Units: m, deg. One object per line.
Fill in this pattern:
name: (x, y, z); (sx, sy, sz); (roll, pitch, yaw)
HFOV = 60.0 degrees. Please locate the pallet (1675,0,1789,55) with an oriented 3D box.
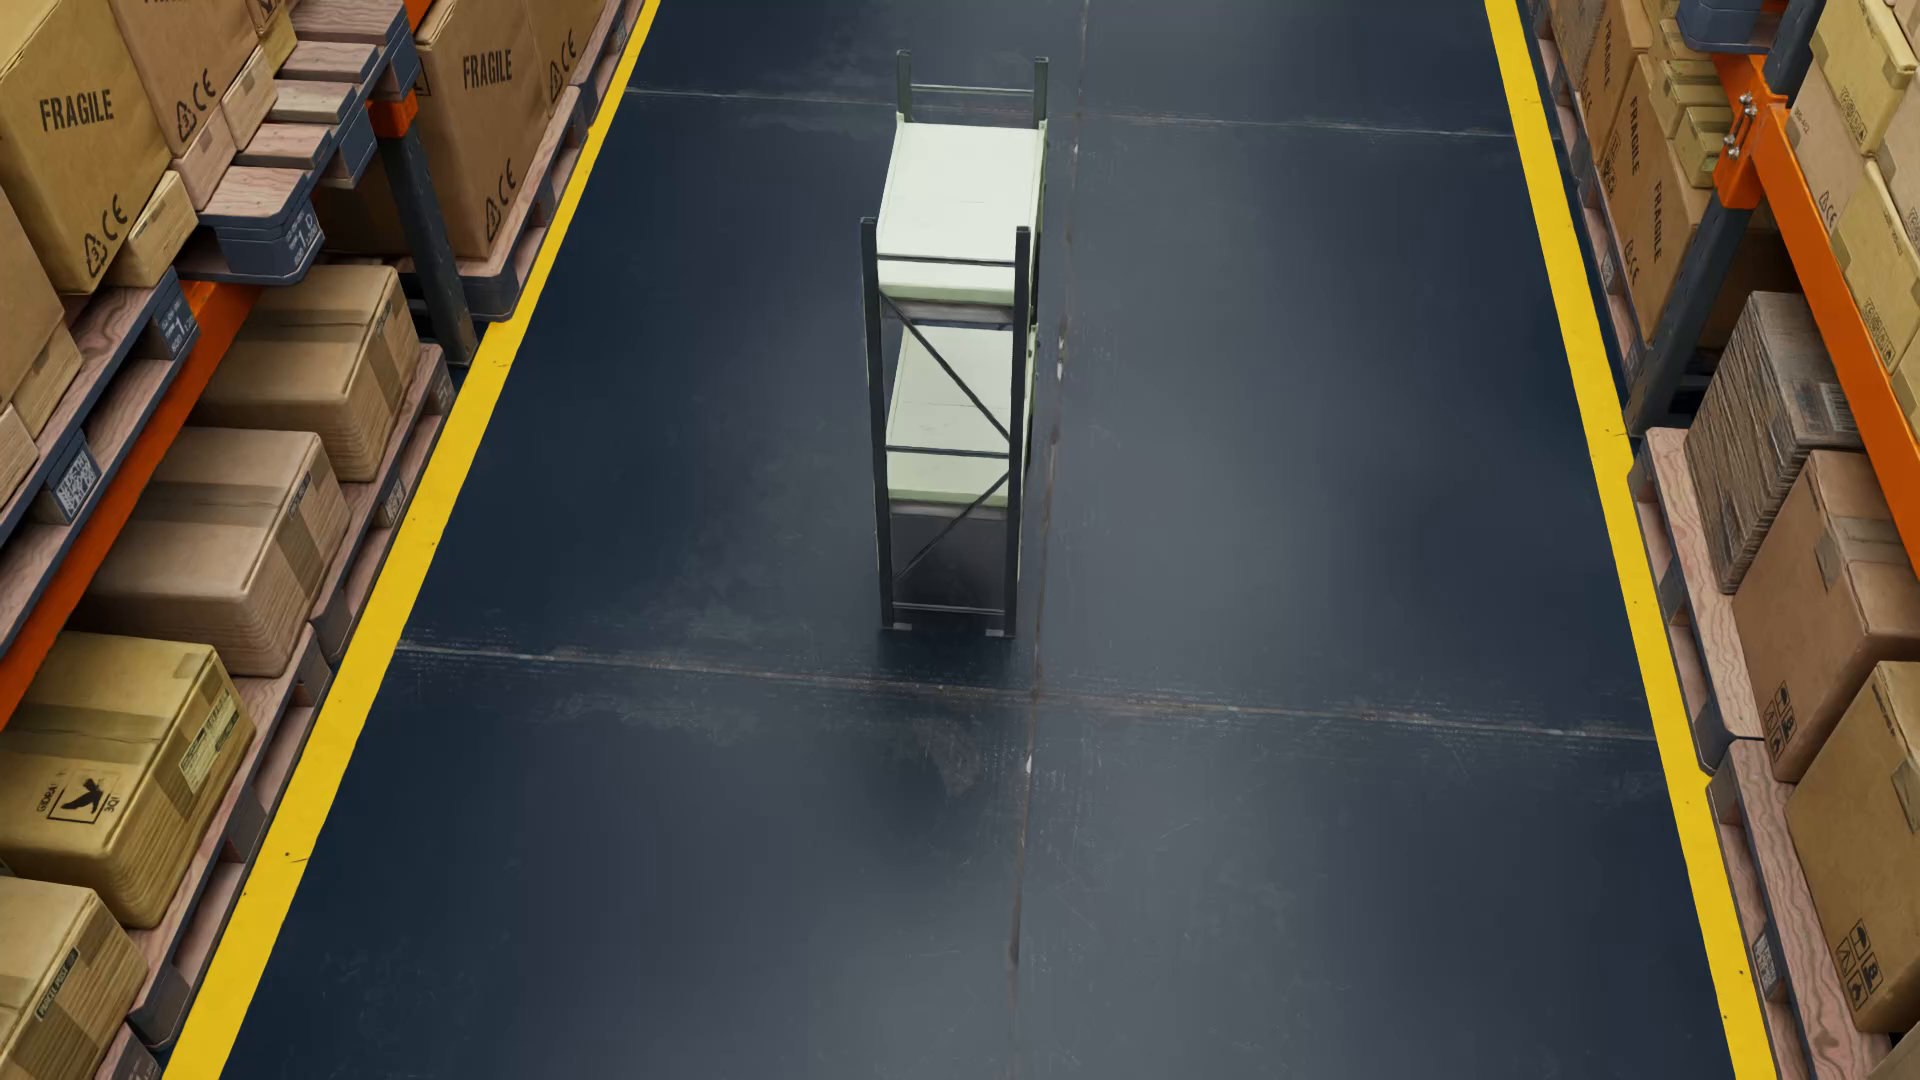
pallet: (2.731, -1.798, 4.992); (1.213, 0.211, 1.003); (4, 48, 4)

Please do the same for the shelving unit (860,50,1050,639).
shelving unit: (-0.001, -0.501, 4.692); (0.431, 1.500, 0.755); (4, 48, 4)

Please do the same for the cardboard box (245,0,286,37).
cardboard box: (-1.969, -1.615, 4.140); (0.500, 0.500, 0.500); (3, 48, 2)

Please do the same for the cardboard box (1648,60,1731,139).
cardboard box: (2.526, -1.460, 5.522); (0.380, 0.149, 0.250); (2, 48, 2)

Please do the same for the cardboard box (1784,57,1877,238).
cardboard box: (2.455, -1.000, 4.234); (0.500, 0.250, 0.500); (4, 48, 4)

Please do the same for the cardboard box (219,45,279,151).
cardboard box: (-1.931, -1.102, 4.110); (0.380, 0.149, 0.250); (4, 48, 3)

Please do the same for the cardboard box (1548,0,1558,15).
cardboard box: (2.747, -2.499, 6.912); (0.500, 0.500, 0.500); (3, 48, 2)

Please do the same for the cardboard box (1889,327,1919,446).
cardboard box: (2.364, -0.252, 3.549); (0.500, 0.250, 0.500); (2, 48, 2)

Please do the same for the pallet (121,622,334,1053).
pallet: (-2.391, 0.718, 4.450); (1.003, 0.211, 1.213); (4, 48, 4)

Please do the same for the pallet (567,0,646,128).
pallet: (-1.944, -2.219, 7.136); (1.003, 0.211, 1.213); (4, 48, 4)

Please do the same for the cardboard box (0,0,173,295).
cardboard box: (-2.050, -0.863, 3.453); (0.500, 0.500, 0.500); (1, 48, 1)

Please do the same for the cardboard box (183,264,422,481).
cardboard box: (-2.266, -0.532, 5.200); (0.950, 0.372, 0.625); (1, 48, 1)

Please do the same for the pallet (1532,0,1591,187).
pallet: (2.958, -1.859, 6.808); (1.003, 0.211, 1.213); (4, 48, 4)

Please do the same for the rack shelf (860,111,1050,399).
rack shelf: (-0.001, -0.765, 4.404); (0.431, 0.370, 0.720); (4, 48, 4)

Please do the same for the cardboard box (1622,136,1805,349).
cardboard box: (2.563, -0.984, 5.526); (0.500, 0.500, 0.500); (5, 48, 5)

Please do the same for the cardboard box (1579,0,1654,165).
cardboard box: (2.664, -1.735, 6.214); (0.500, 0.500, 0.500); (6, 48, 5)

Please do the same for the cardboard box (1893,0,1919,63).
cardboard box: (2.393, -1.202, 3.810); (0.380, 0.149, 0.250); (5, 48, 4)

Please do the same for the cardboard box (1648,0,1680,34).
cardboard box: (2.663, -1.841, 5.871); (0.380, 0.149, 0.250); (5, 48, 5)

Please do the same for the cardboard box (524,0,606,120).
cardboard box: (-1.973, -2.273, 6.452); (0.875, 0.875, 0.875); (4, 48, 4)

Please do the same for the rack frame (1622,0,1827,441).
rack frame: (2.739, -1.360, 4.461); (1.000, 3.000, 0.127); (4, 48, 4)

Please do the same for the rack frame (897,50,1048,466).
rack frame: (0.033, -0.770, 4.938); (0.400, 1.500, 0.023); (4, 48, 4)

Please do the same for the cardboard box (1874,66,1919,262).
cardboard box: (2.408, -0.801, 3.713); (0.500, 0.250, 0.500); (5, 48, 5)

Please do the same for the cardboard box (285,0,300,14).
cardboard box: (-2.000, -1.492, 4.467); (0.380, 0.149, 0.250); (5, 48, 5)

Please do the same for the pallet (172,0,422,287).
pallet: (-2.163, -1.096, 4.350); (1.213, 0.211, 1.003); (4, 48, 4)

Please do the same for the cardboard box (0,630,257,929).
cardboard box: (-2.400, 0.568, 4.194); (0.950, 0.372, 0.625); (5, 48, 5)

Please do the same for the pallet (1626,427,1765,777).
pallet: (2.625, 0.183, 4.940); (1.003, 0.211, 1.213); (4, 48, 4)

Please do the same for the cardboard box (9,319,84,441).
cardboard box: (-2.062, -0.348, 3.421); (0.380, 0.149, 0.250); (2, 48, 2)

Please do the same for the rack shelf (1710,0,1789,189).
rack shelf: (2.921, -2.587, 6.071); (1.077, 0.370, 4.000); (4, 48, 4)

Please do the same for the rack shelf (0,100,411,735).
rack shelf: (-2.387, 0.021, 3.686); (1.077, 0.370, 4.000); (4, 48, 4)

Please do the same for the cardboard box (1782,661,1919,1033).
cardboard box: (2.556, 0.732, 3.872); (0.875, 0.625, 0.625); (2, 48, 2)

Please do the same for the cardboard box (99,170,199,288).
cardboard box: (-1.973, -0.714, 3.756); (0.380, 0.149, 0.250); (5, 48, 4)

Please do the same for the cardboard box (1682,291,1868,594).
cardboard box: (2.668, -0.243, 4.764); (0.875, 0.625, 0.625); (5, 48, 5)
